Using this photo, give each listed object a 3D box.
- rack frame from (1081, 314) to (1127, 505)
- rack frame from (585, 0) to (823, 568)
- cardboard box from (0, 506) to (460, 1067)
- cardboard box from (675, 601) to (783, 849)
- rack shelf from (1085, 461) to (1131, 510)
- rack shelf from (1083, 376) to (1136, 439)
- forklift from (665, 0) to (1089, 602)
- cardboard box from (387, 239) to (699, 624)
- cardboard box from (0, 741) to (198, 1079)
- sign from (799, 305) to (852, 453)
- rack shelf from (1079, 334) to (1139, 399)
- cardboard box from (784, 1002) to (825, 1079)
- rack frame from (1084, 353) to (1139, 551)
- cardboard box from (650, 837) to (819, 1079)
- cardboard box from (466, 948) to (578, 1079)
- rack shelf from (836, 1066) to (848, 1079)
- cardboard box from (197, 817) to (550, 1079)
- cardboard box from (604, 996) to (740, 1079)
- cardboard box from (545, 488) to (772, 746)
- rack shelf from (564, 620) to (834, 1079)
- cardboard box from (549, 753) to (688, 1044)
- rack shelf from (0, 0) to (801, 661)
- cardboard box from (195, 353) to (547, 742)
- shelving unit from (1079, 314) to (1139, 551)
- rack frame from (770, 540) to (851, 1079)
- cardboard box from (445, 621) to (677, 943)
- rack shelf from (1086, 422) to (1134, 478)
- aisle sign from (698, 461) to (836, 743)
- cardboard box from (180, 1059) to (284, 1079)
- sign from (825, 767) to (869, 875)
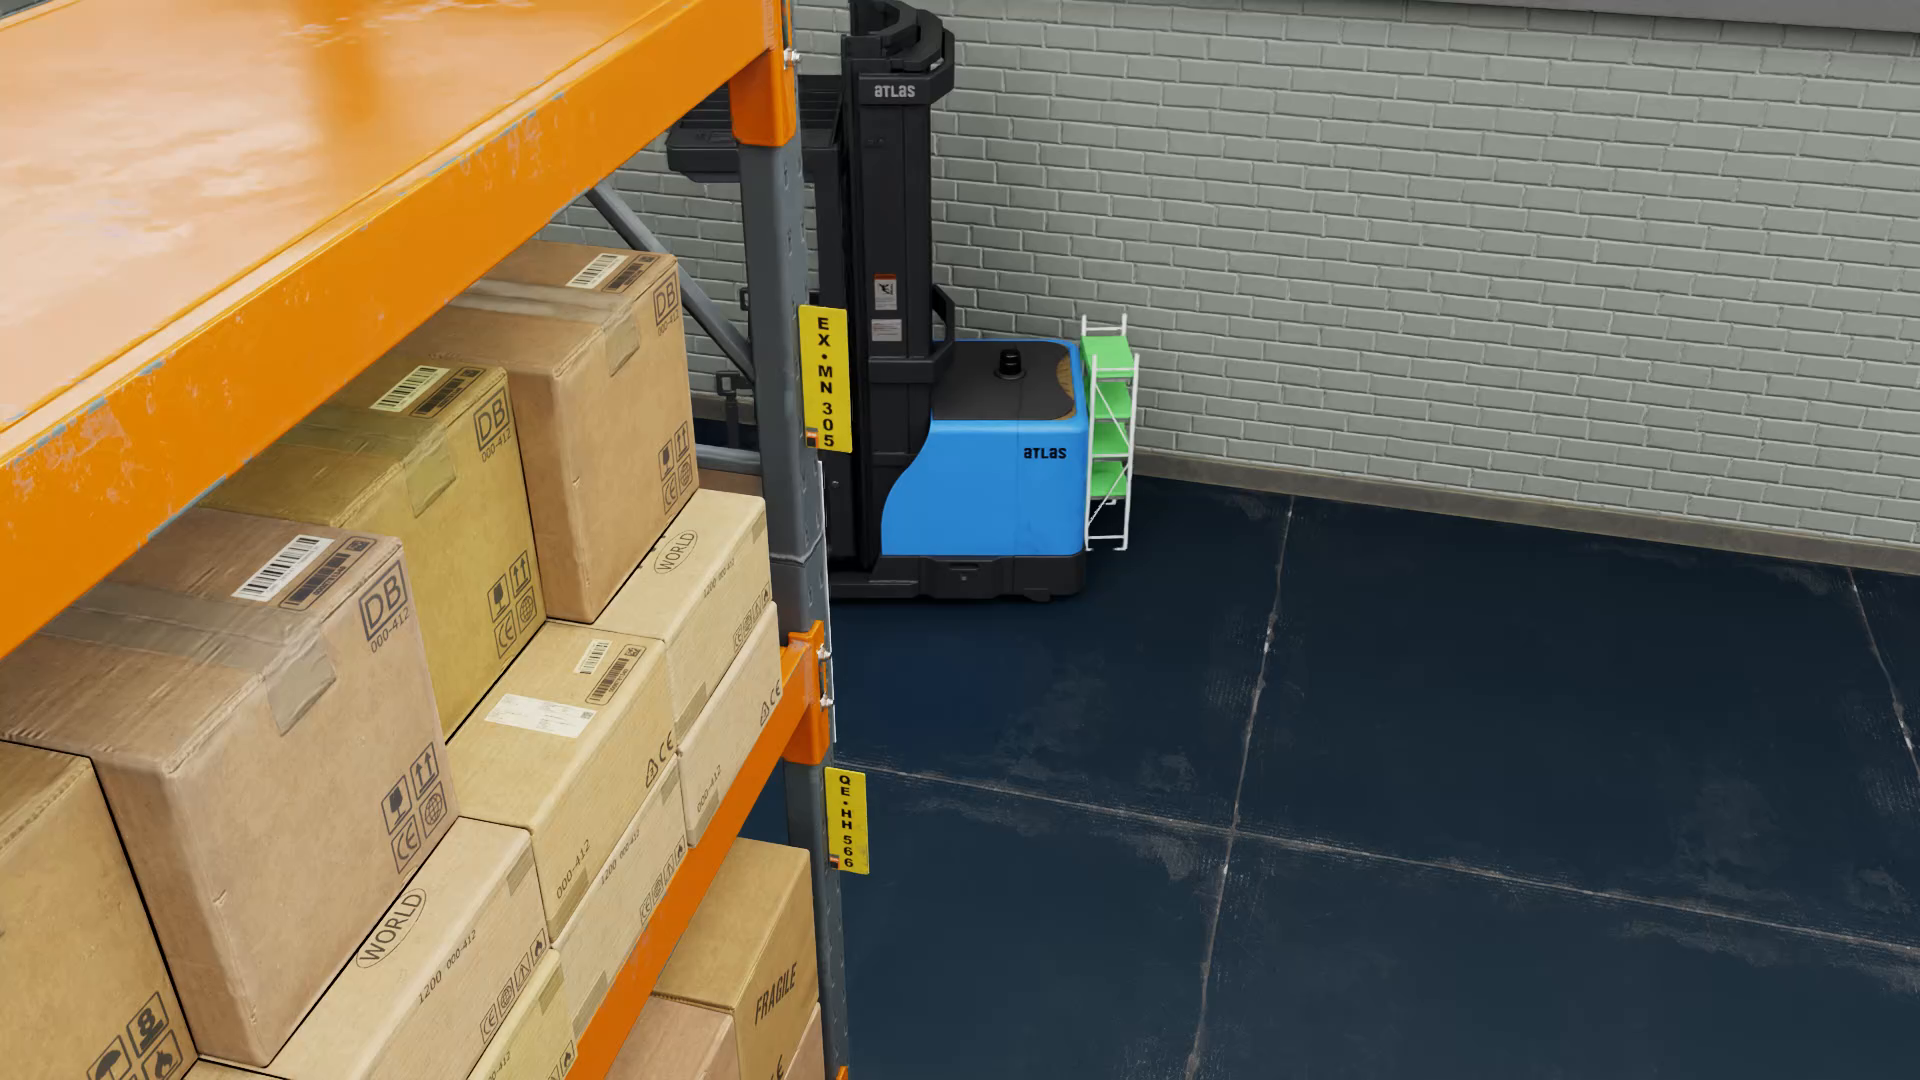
[{"bbox_3d":[0.782,-0.713,9.323,0.240,1.200,0.015,-1,32,-2],"label":"rack frame"},{"bbox_3d":[-0.807,-1.306,2.987,1.000,3.000,0.127,8,33,12],"label":"rack frame"},{"bbox_3d":[-1.154,0.286,2.253,0.700,0.500,0.500,8,33,12],"label":"cardboard box"},{"bbox_3d":[-0.683,0.325,3.356,0.500,0.250,0.500,8,33,12],"label":"cardboard box"},{"bbox_3d":[0.794,-0.326,9.281,0.258,0.148,0.480,-1,32,-2],"label":"rack shelf"},{"bbox_3d":[0.794,-0.731,9.023,0.258,0.148,0.480,-1,32,-2],"label":"rack shelf"},{"bbox_3d":[-0.857,-1.172,8.431,3.031,2.935,1.130,0,32,0],"label":"forklift"},{"bbox_3d":[-0.922,-0.236,3.074,0.700,0.500,0.500,8,33,12],"label":"cardboard box"},{"bbox_3d":[-1.371,0.533,1.865,0.700,0.500,0.500,8,33,12],"label":"cardboard box"},{"bbox_3d":[-0.276,-0.328,3.419,0.100,0.325,0.005,8,33,12],"label":"sign"},{"bbox_3d":[0.794,-0.933,8.894,0.258,0.148,0.480,-1,32,-2],"label":"rack shelf"},{"bbox_3d":[-0.658,1.453,4.146,0.500,0.500,0.500,9,34,14],"label":"cardboard box"},{"bbox_3d":[0.805,-0.452,8.912,0.240,1.200,0.015,-1,32,-2],"label":"rack frame"},{"bbox_3d":[-0.654,1.030,3.879,0.500,0.500,0.500,8,33,12],"label":"cardboard box"},{"bbox_3d":[-0.934,0.844,2.539,0.500,0.250,0.500,8,33,12],"label":"cardboard box"},{"bbox_3d":[-1.315,2.567,3.157,1.077,0.370,4.000,8,33,12],"label":"rack shelf"},{"bbox_3d":[-0.948,0.631,2.408,0.500,0.250,0.500,8,33,12],"label":"cardboard box"},{"bbox_3d":[-0.782,1.292,3.467,0.500,0.500,0.500,9,34,14],"label":"cardboard box"},{"bbox_3d":[-0.691,0.113,3.224,0.500,0.250,0.500,8,33,12],"label":"cardboard box"},{"bbox_3d":[-1.315,1.301,2.352,1.077,0.370,4.000,8,33,12],"label":"rack shelf"},{"bbox_3d":[-0.820,0.583,2.950,0.500,0.250,0.500,8,33,12],"label":"cardboard box"},{"bbox_3d":[-1.315,0.036,1.548,1.077,0.370,4.000,8,33,12],"label":"rack shelf"},{"bbox_3d":[-1.131,0.012,2.684,0.700,0.500,0.500,8,33,12],"label":"cardboard box"},{"bbox_3d":[0.794,-0.582,9.117,0.258,1.200,0.503,-1,32,-2],"label":"shelving unit"},{"bbox_3d":[-0.807,1.225,4.597,1.000,3.000,0.127,8,33,12],"label":"rack frame"},{"bbox_3d":[-0.818,0.373,2.816,0.500,0.250,0.500,8,33,12],"label":"cardboard box"},{"bbox_3d":[0.794,-0.528,9.152,0.258,0.148,0.480,-1,32,-2],"label":"rack shelf"},{"bbox_3d":[-0.494,0.134,3.889,0.394,0.787,0.004,8,33,12],"label":"aisle sign"},{"bbox_3d":[-1.069,0.892,1.999,0.500,0.250,0.500,8,33,12],"label":"cardboard box"},{"bbox_3d":[-0.276,0.689,4.066,0.100,0.325,0.005,8,33,12],"label":"sign"}]
